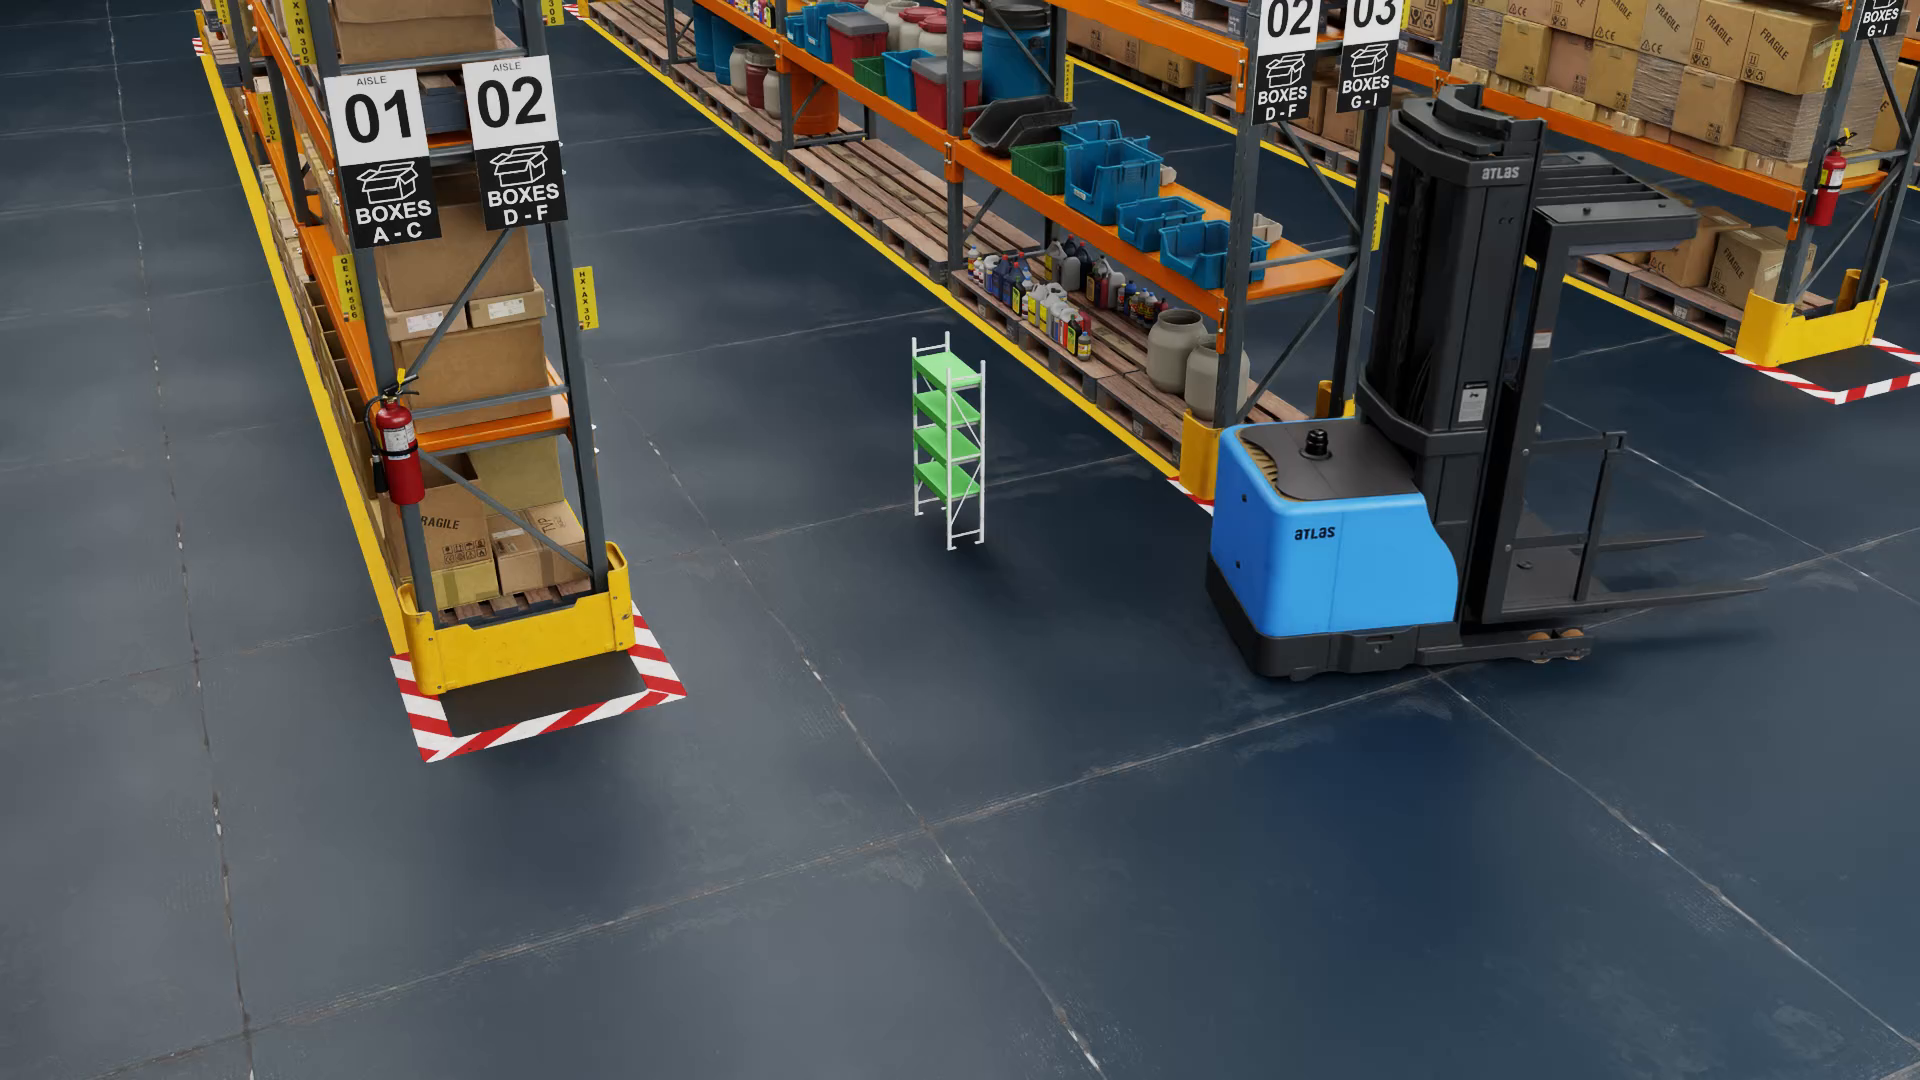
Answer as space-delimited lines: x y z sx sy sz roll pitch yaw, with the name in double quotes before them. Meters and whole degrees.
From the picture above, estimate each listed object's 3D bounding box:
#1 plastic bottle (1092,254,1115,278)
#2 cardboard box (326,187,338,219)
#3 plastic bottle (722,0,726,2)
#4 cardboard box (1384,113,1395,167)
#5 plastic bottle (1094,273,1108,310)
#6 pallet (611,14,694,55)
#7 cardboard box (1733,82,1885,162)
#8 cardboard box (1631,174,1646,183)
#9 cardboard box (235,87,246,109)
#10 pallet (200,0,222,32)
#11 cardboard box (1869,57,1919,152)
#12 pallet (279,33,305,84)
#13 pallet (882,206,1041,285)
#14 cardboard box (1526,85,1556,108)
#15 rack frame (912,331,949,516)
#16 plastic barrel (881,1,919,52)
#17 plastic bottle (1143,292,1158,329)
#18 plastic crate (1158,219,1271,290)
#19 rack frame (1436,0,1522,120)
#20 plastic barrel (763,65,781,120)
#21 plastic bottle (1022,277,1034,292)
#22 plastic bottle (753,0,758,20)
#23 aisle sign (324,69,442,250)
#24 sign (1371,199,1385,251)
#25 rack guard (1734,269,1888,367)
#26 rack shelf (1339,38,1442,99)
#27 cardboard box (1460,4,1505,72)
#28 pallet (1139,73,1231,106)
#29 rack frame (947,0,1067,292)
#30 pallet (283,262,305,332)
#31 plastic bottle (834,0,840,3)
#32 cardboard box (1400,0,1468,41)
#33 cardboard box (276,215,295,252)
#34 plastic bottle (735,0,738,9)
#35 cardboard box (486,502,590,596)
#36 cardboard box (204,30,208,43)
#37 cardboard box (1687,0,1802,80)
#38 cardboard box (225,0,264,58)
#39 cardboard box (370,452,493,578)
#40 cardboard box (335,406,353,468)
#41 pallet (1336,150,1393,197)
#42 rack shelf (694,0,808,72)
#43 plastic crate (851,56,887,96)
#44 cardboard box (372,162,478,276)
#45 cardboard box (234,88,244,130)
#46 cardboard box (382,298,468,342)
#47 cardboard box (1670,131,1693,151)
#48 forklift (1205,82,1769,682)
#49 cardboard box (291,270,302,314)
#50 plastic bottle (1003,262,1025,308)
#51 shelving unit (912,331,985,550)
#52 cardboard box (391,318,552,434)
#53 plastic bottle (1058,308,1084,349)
"plastic bottle" 1.130 -2.078 13.120 0.144 0.351 0.185 -13 32 -22
"cardboard box" -3.606 -2.053 10.052 0.380 0.149 0.250 -14 32 -23
"plastic bottle" -2.531 -5.943 17.874 0.061 0.283 0.133 -13 32 -22
"cardboard box" 4.601 -3.910 16.235 0.700 0.500 0.500 -16 33 -26
"plastic bottle" 1.100 -1.953 12.967 0.061 0.283 0.133 -13 32 -22
"pallet" -3.941 -6.667 21.896 1.003 0.211 1.213 -13 32 -22
"cardboard box" 6.351 -3.188 12.435 0.875 0.500 0.500 -13 32 -22
"cardboard box" 5.571 -2.931 14.510 0.500 0.500 0.500 -16 33 -26
"cardboard box" -6.905 -4.489 16.500 0.500 0.250 0.500 -14 32 -23
"pallet" -7.293 -5.529 17.212 1.003 0.211 1.213 -13 32 -22
"cardboard box" 9.575 -4.493 16.912 0.875 0.875 0.875 -13 32 -21
"pallet" -3.194 -2.815 9.199 1.003 0.211 1.213 -13 32 -22
"pallet" 0.000 -2.615 14.671 1.003 0.211 1.213 -13 32 -22
"cardboard box" 5.080 -3.820 14.225 0.380 0.149 0.250 -13 32 -22
"rack frame" -0.176 -0.704 10.252 0.240 1.200 0.015 -13 32 -22
"plastic barrel" -0.530 -4.713 15.446 0.421 0.512 0.421 0 29 0
"plastic bottle" 1.445 -1.745 12.608 0.097 0.271 0.097 0 29 0
"plastic crate" 1.604 -1.819 10.552 0.499 0.251 0.616 -13 32 -22
"rack frame" 4.845 -4.533 15.239 1.000 3.000 0.127 -13 32 -22
"plastic barrel" -1.894 -4.801 17.832 0.421 0.512 0.421 0 29 0
"plastic bottle" 0.522 -1.910 12.903 0.097 0.271 0.097 0 29 0
"plastic bottle" -2.078 -5.462 17.099 0.097 0.201 0.097 0 29 0
"aisle sign" -2.623 -1.731 7.584 0.394 0.787 0.004 -13 32 -22
"sign" 2.588 -1.960 10.368 0.100 0.325 0.005 -13 32 -22
"rack guard" 6.530 -1.709 12.759 1.175 0.500 0.348 -13 32 -22
"rack shelf" 3.987 -5.102 16.991 1.077 0.370 4.000 -13 32 -22
"cardboard box" 4.983 -4.494 14.764 0.875 0.500 0.500 -13 32 -22
"pallet" 2.858 -5.447 19.722 1.003 0.211 1.213 -13 32 -22
"rack frame" 0.372 -3.493 13.385 1.000 3.000 0.127 -13 32 -22
"pallet" -4.982 -2.095 13.743 1.003 0.211 1.213 -13 32 -22
"plastic bottle" -1.239 -5.465 17.028 0.152 0.276 0.135 -13 32 -22
"cardboard box" 4.631 -5.358 15.668 1.000 1.000 1.000 -13 32 -22
"cardboard box" -5.190 -2.474 13.376 0.500 0.311 0.500 -13 32 -23
"plastic bottle" -2.329 -5.720 17.560 0.097 0.201 0.097 0 29 0
"cardboard box" -2.415 0.045 9.457 0.500 0.250 0.500 -13 32 -22
"cardboard box" -9.278 -6.344 20.916 0.380 0.166 0.250 -13 32 -22
"cardboard box" 5.883 -3.786 12.479 0.500 0.500 0.500 -13 32 -22
"cardboard box" -6.193 -4.703 15.011 0.700 0.500 0.500 -26 38 -38
"cardboard box" -2.885 -0.173 9.079 0.500 0.500 0.500 -13 32 -22
"cardboard box" -3.758 -0.726 10.832 0.500 0.250 0.500 -13 32 -22
"pallet" 4.510 -3.660 16.534 1.003 0.211 1.213 -13 32 -22
"rack shelf" -2.204 -5.829 18.287 1.077 0.370 4.000 -13 32 -22
"plastic crate" -0.630 -4.110 14.703 0.450 0.188 0.662 -13 32 -22
"cardboard box" -2.828 -1.760 8.867 0.700 0.500 0.500 -14 32 -23
"cardboard box" -7.311 -4.592 17.450 0.500 0.500 0.500 -13 32 -21
"cardboard box" -2.722 -1.143 8.428 0.380 0.149 0.250 -14 32 -23
"cardboard box" 5.830 -3.182 13.087 0.380 0.149 0.250 -13 32 -22
"forklift" 2.977 -0.859 8.758 3.031 2.935 1.130 -5 30 -8
"cardboard box" -4.979 -2.010 13.123 0.500 0.250 0.500 -12 32 -21
"plastic bottle" 0.425 -2.002 12.985 0.144 0.351 0.185 -15 32 -24
"shelving unit" -0.071 -0.596 10.060 0.258 1.200 0.503 -13 32 -22
"cardboard box" -2.575 -0.940 8.730 0.700 0.500 0.500 -13 32 -22
"plastic bottle" 0.821 -1.566 12.284 0.152 0.276 0.135 -13 32 -22
